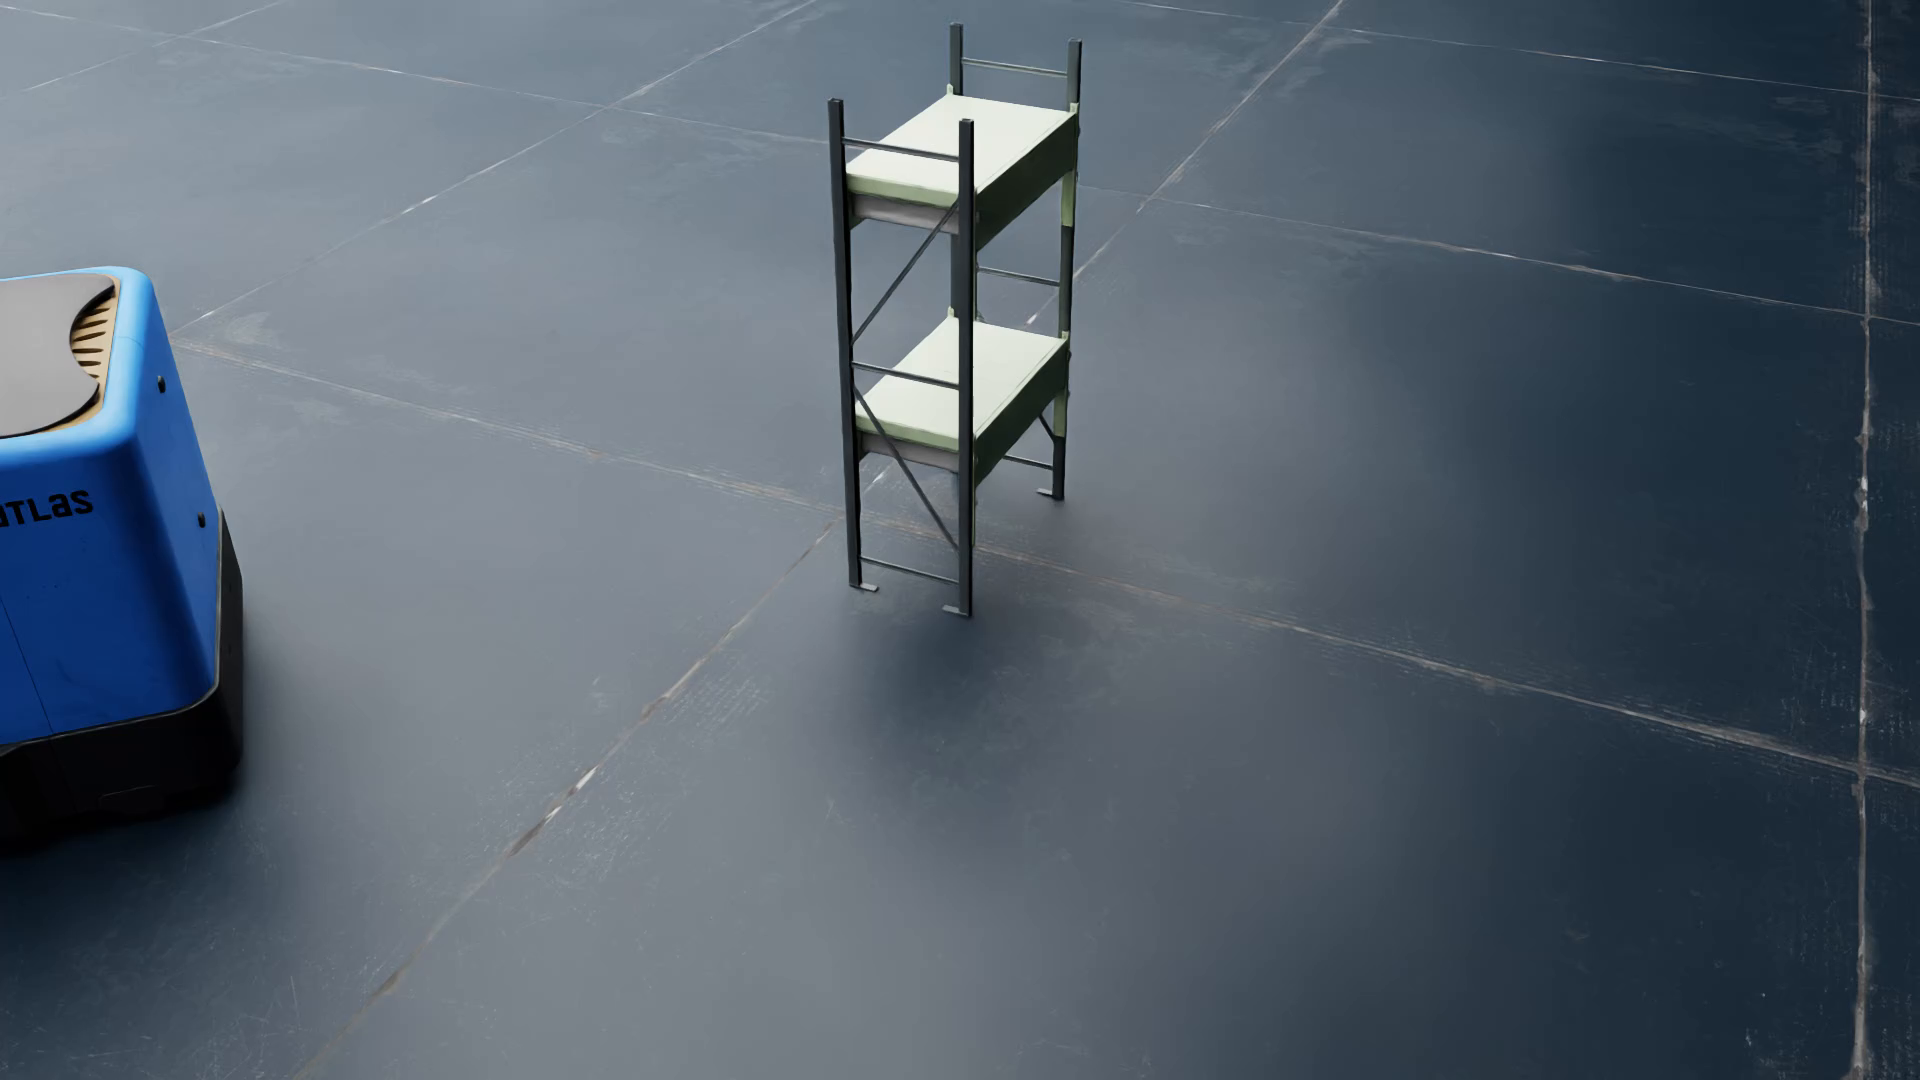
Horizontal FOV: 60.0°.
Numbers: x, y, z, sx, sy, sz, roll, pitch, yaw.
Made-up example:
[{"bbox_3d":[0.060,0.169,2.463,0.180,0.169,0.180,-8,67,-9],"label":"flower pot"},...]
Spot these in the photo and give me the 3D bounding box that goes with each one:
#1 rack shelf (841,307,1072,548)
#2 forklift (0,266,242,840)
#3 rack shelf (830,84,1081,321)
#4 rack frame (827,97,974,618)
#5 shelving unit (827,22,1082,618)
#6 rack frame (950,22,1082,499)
[{"bbox_3d":[0.003,-0.358,5.023,0.431,0.370,0.720,14,36,20],"label":"rack shelf"},{"bbox_3d":[-3.416,-0.551,3.418,3.031,2.935,1.130,-11,35,-16],"label":"forklift"},{"bbox_3d":[0.003,-0.957,4.630,0.431,0.370,0.720,14,36,20],"label":"rack shelf"},{"bbox_3d":[-0.150,-0.448,4.566,0.400,1.500,0.023,14,36,20],"label":"rack frame"},{"bbox_3d":[0.003,-0.631,4.844,0.431,1.500,0.755,14,36,20],"label":"shelving unit"},{"bbox_3d":[0.156,-0.813,5.122,0.400,1.500,0.023,14,36,20],"label":"rack frame"}]
